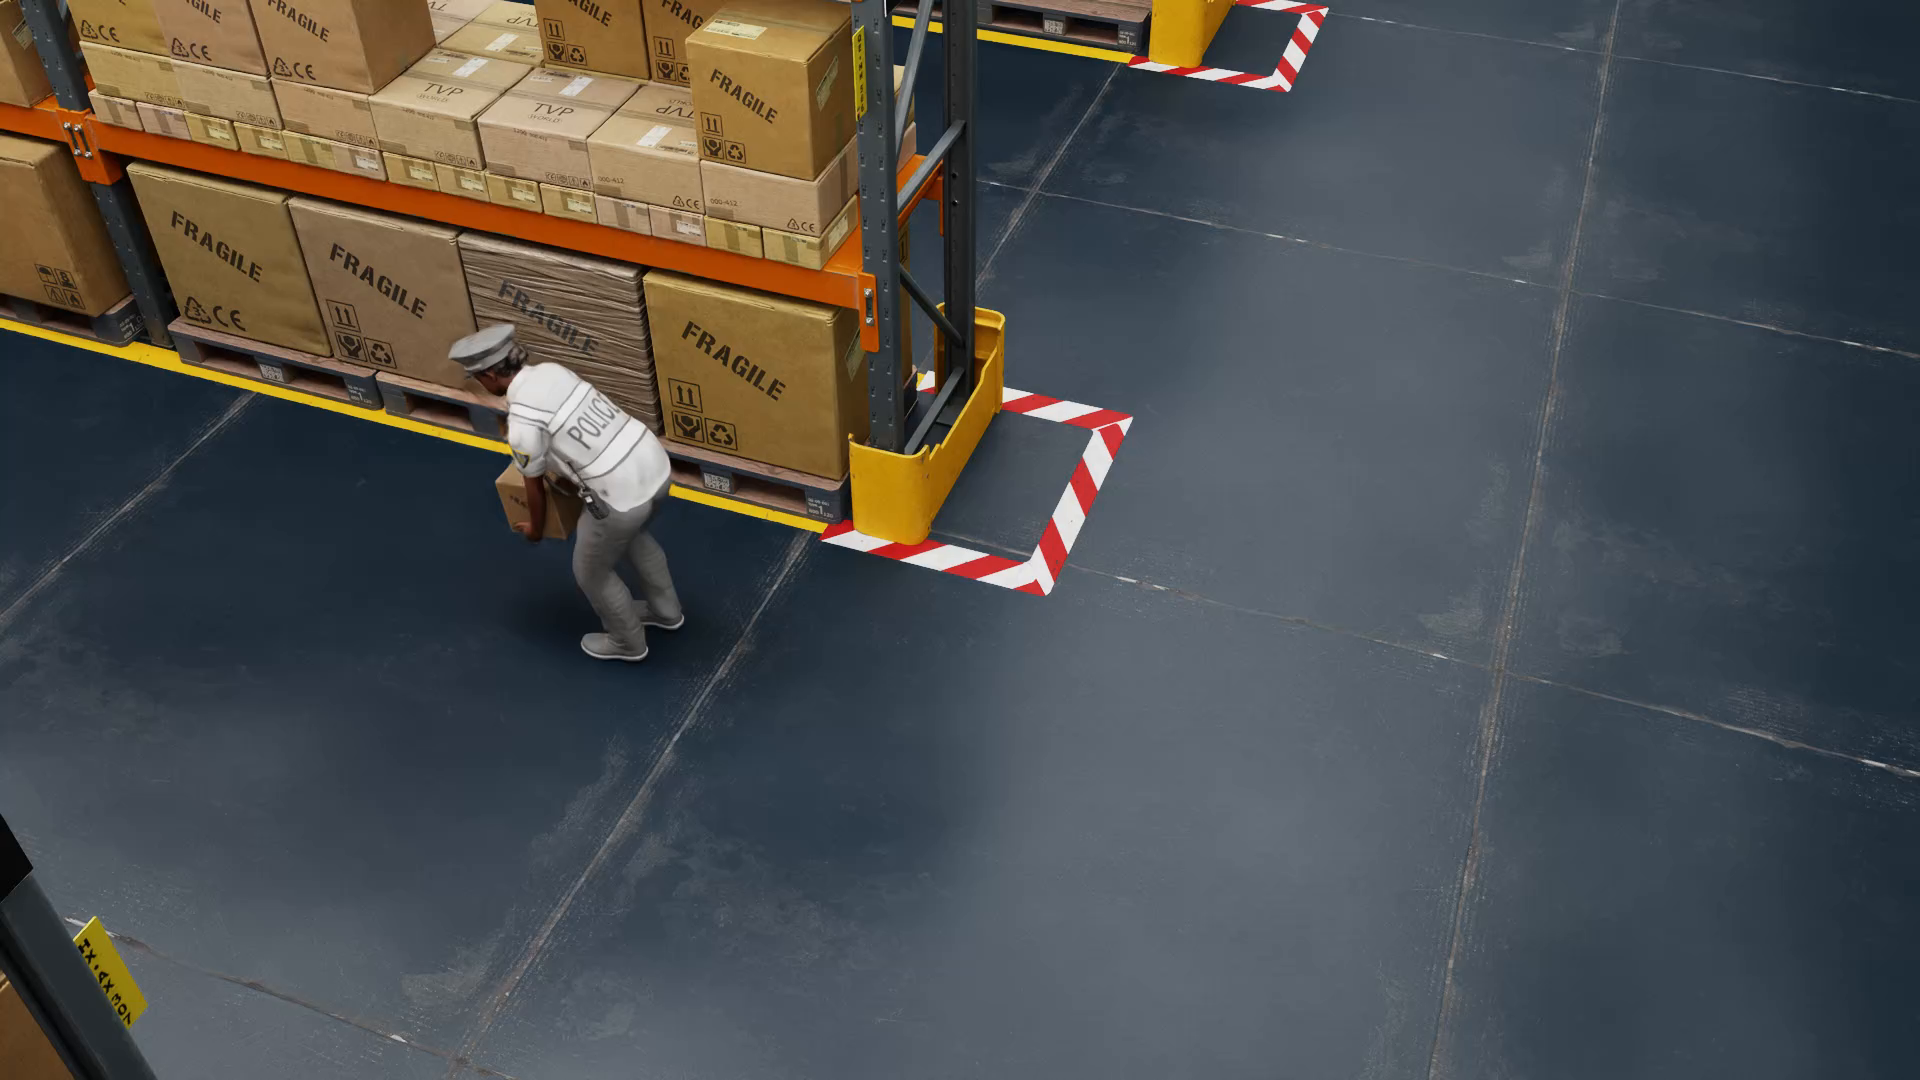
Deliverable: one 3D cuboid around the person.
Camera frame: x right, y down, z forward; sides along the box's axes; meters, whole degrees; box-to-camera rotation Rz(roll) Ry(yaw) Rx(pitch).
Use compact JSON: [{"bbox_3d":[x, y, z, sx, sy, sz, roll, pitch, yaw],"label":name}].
[{"bbox_3d":[-1.500,-0.166,6.499,0.779,1.466,0.411,13,43,14],"label":"person"}]
